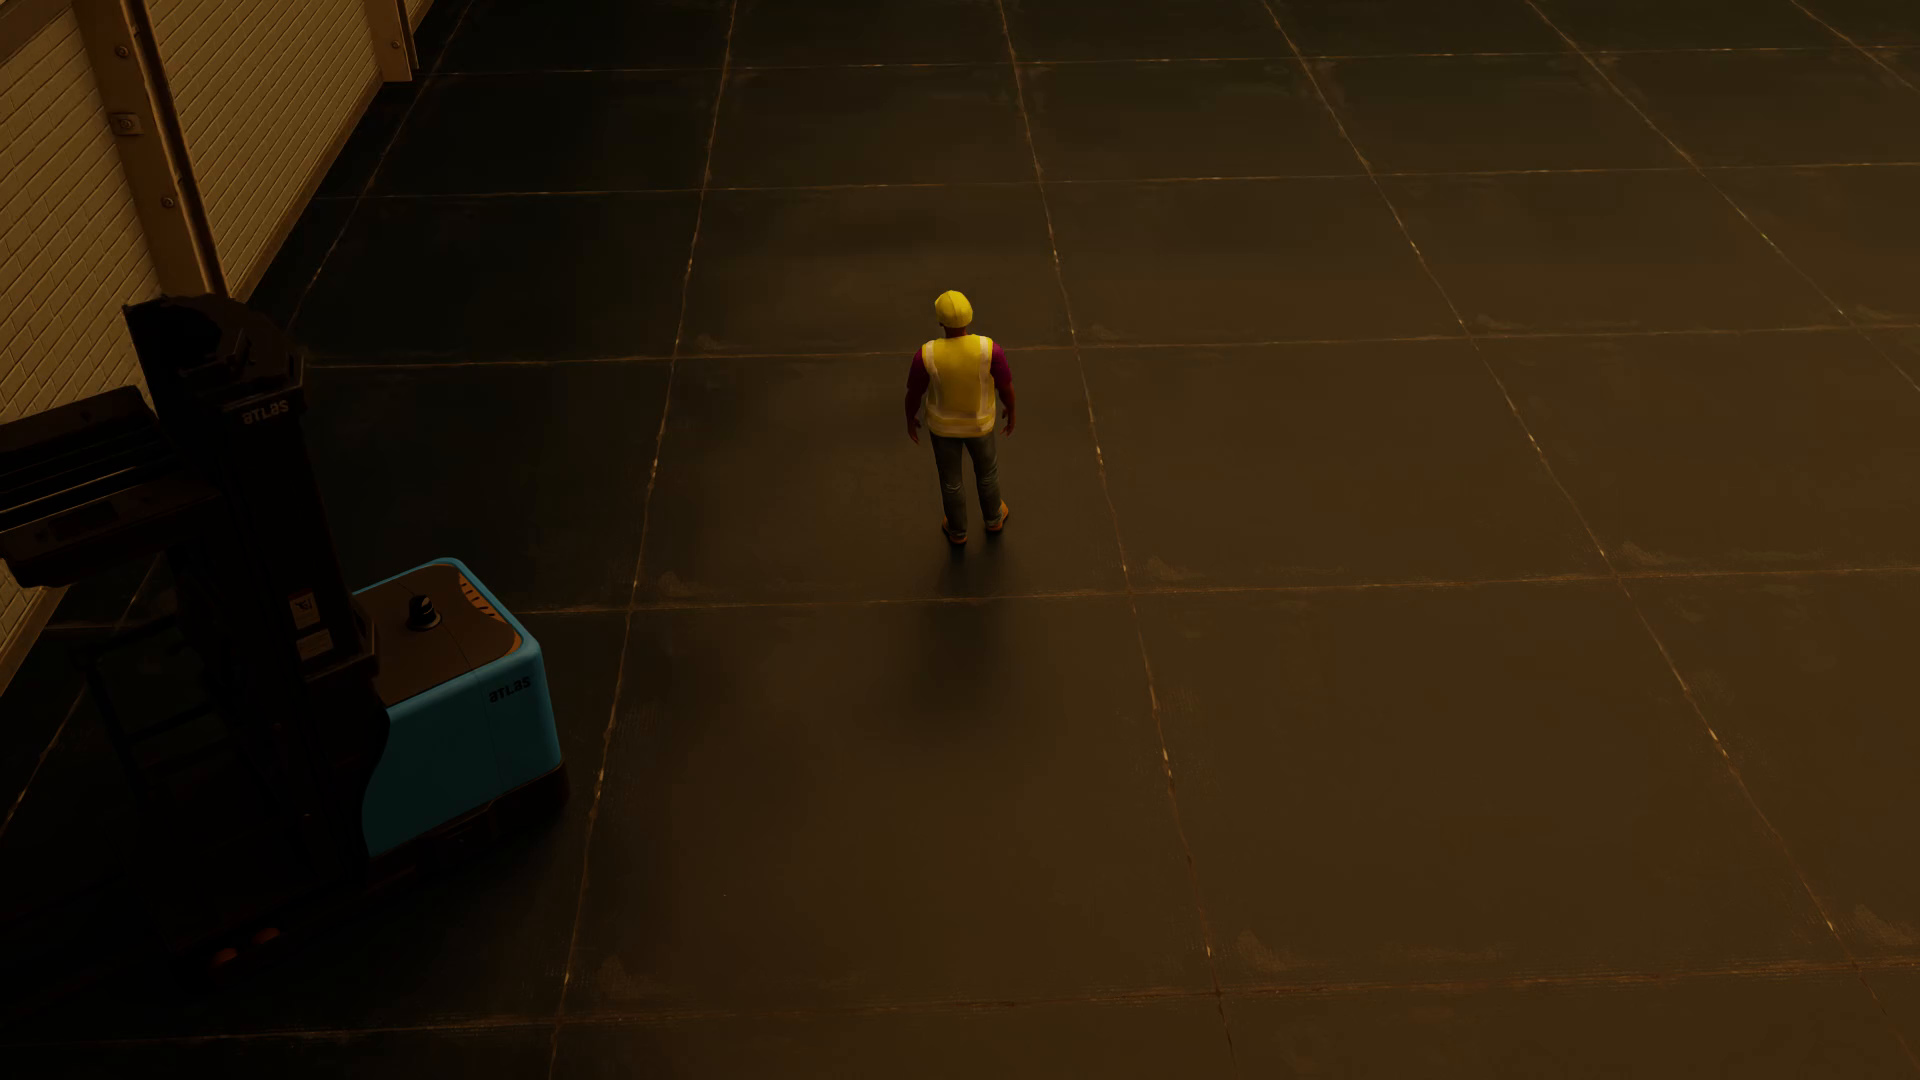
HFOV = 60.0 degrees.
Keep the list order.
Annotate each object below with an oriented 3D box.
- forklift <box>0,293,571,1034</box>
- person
[{"bbox_3d":[-3.473,0.515,7.304,3.031,2.935,1.130,-26,43,-31],"label":"forklift"},{"bbox_3d":[0.001,-0.761,10.033,0.666,1.768,0.575,-2,36,-2],"label":"person"}]
